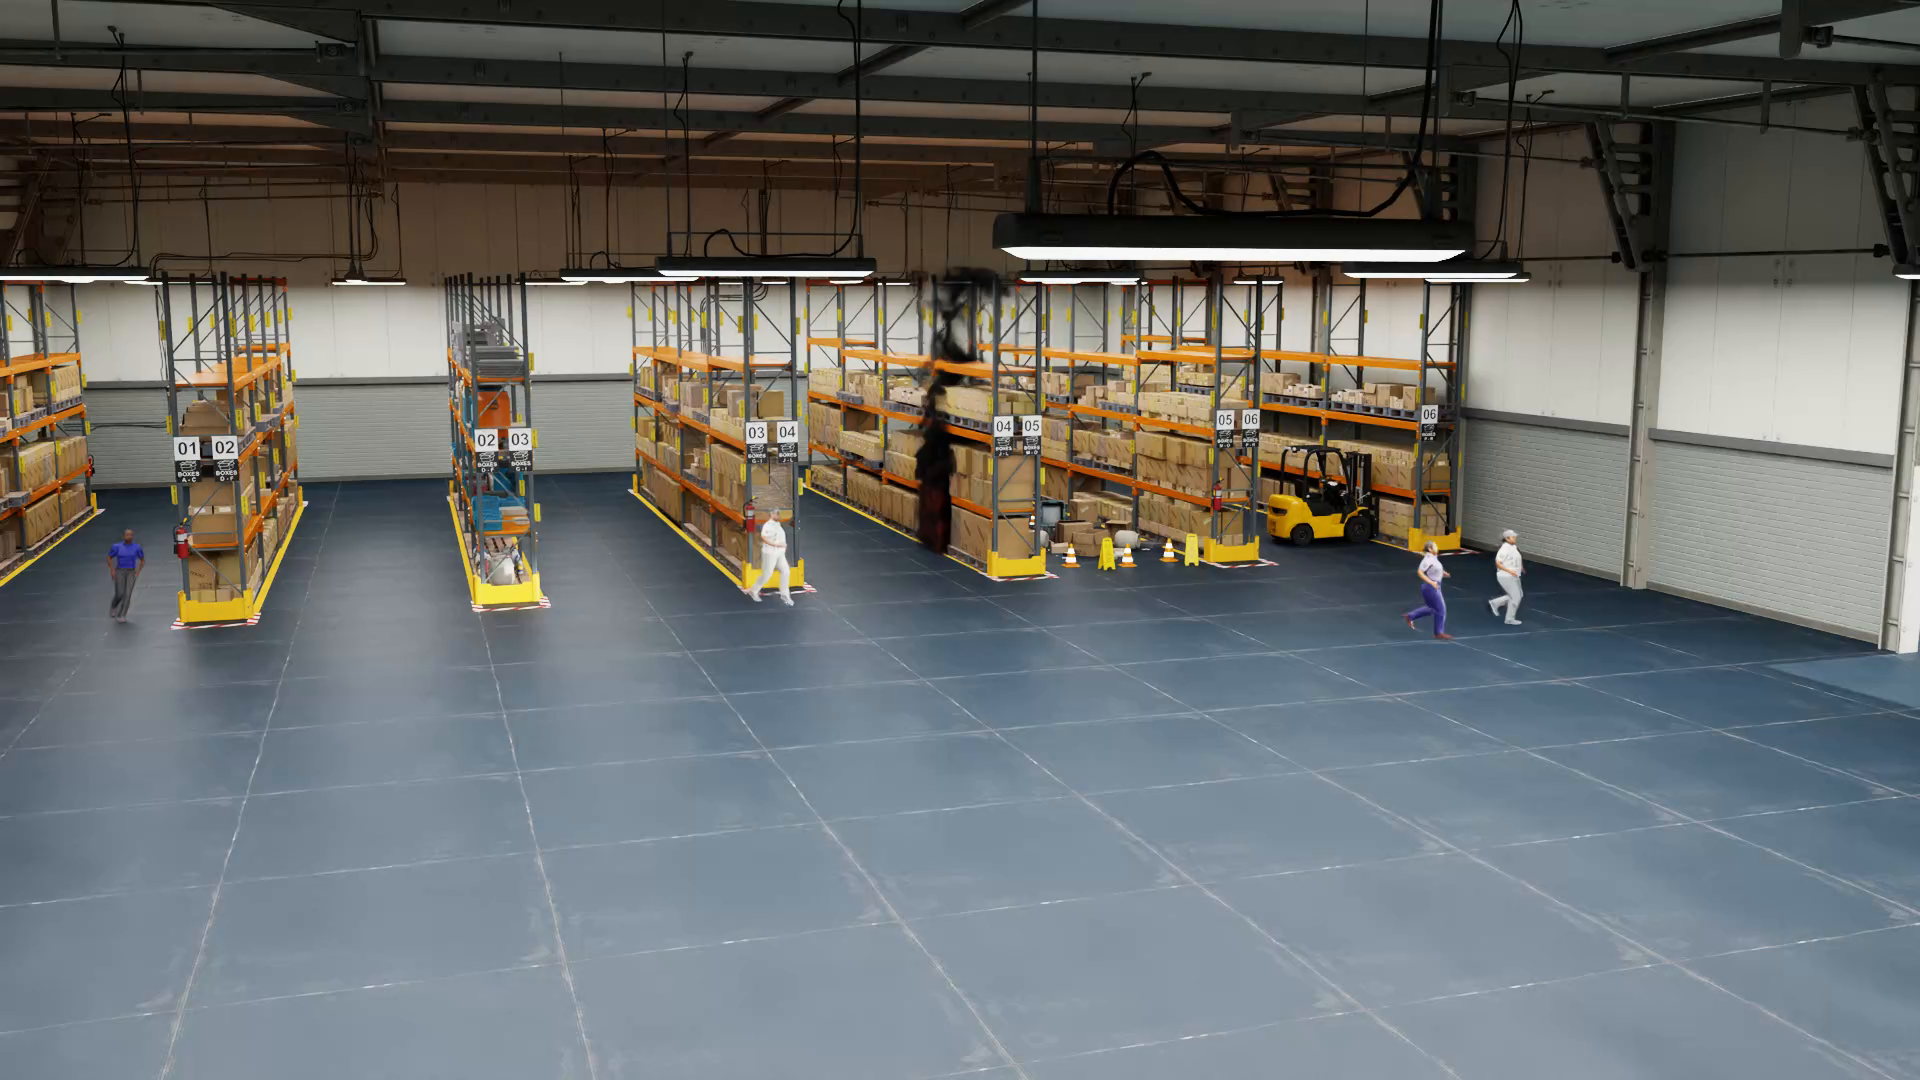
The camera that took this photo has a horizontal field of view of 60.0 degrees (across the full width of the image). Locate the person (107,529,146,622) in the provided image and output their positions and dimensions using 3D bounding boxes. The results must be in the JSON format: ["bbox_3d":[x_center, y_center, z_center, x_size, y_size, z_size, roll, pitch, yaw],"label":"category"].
[{"bbox_3d":[-14.436,0.599,28.820,0.612,1.600,0.536,-6,10,-34],"label":"person"}]

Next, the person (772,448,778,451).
[{"bbox_3d":[-5.057,-2.115,46.368,0.722,1.752,0.637,-2,9,-11],"label":"person"}]

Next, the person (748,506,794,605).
[{"bbox_3d":[-3.419,0.273,30.473,0.885,1.812,0.703,4,9,23],"label":"person"}]

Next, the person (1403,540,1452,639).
[{"bbox_3d":[7.731,0.809,27.420,0.813,1.604,0.620,3,9,20],"label":"person"}]

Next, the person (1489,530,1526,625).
[{"bbox_3d":[9.390,0.629,28.570,0.629,1.617,0.609,7,11,37],"label":"person"}]
